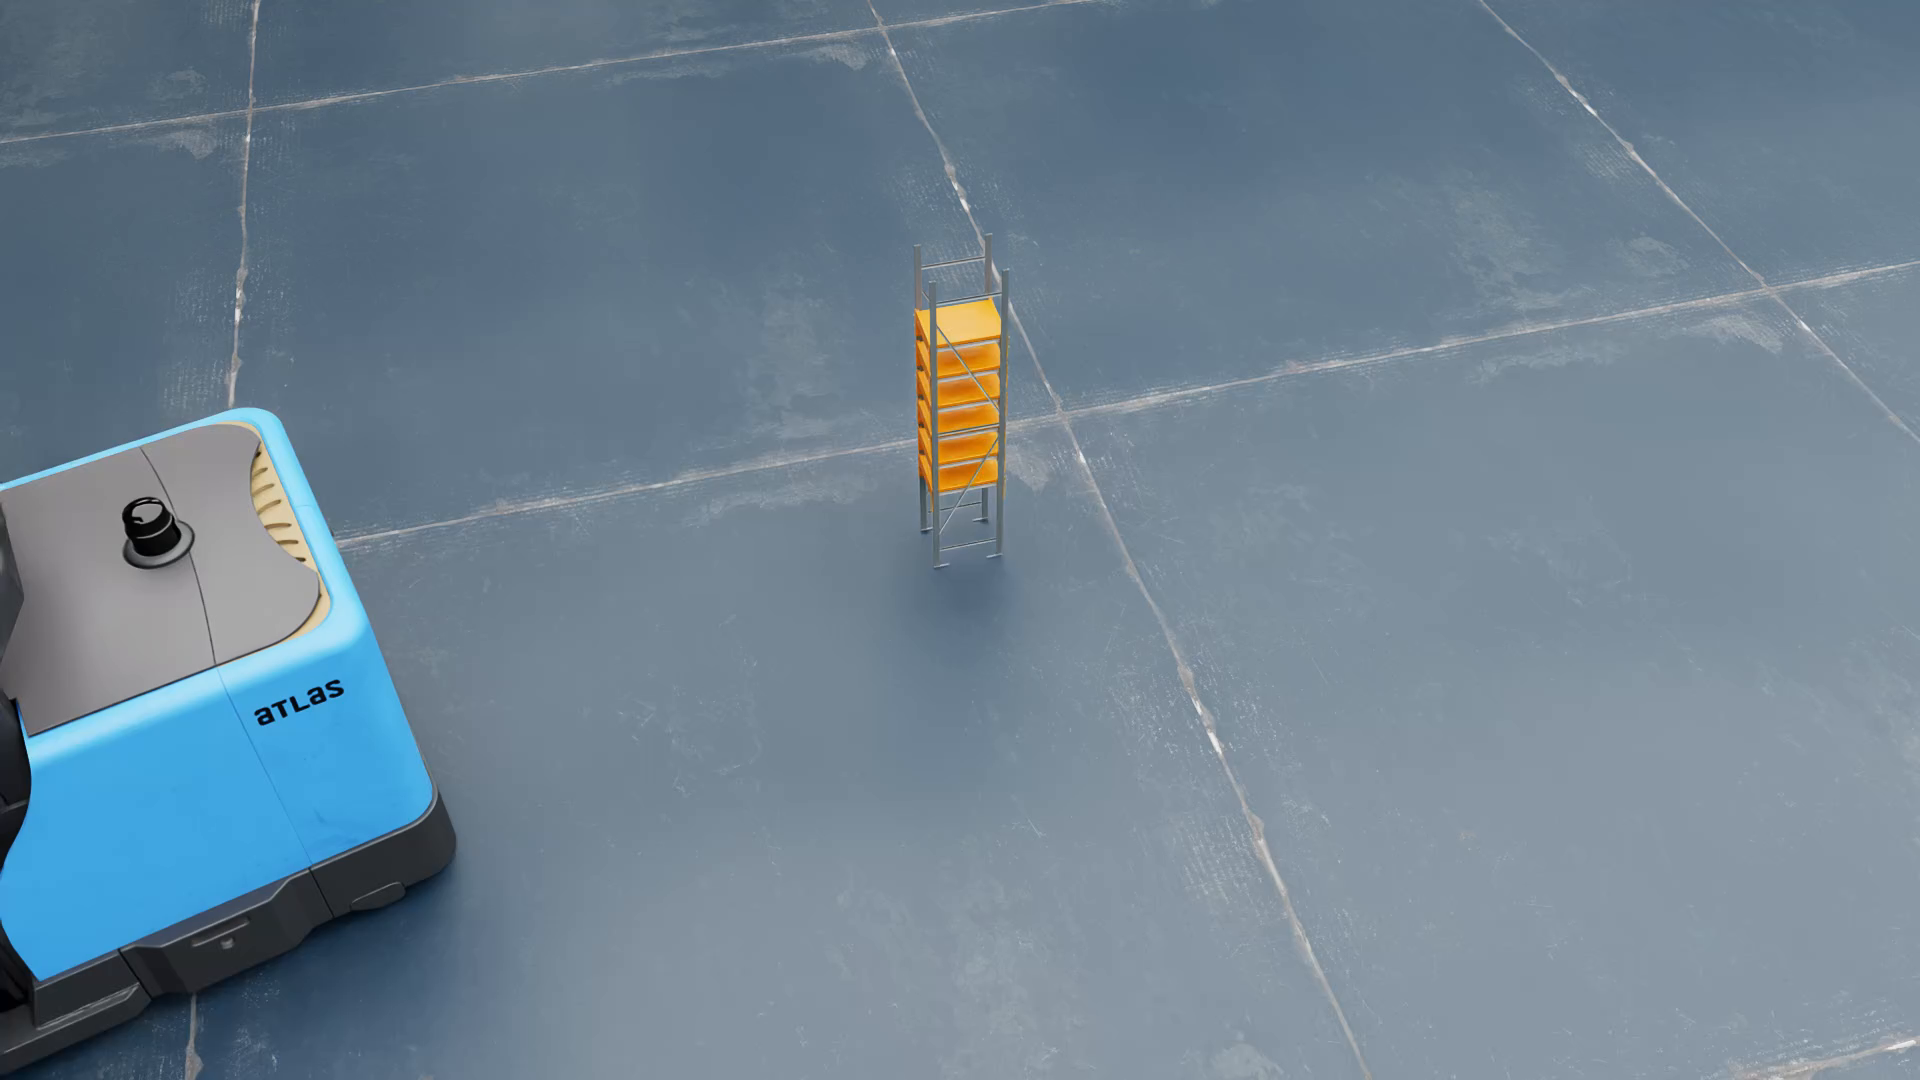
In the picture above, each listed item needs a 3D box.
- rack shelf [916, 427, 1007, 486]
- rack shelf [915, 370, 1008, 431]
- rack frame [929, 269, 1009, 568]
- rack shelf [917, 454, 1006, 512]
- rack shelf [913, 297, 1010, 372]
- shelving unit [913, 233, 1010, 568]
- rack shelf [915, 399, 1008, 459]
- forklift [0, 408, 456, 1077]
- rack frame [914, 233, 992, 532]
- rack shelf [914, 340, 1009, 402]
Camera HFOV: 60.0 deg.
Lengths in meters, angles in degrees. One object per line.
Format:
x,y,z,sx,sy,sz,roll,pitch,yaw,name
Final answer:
0.004,-0.295,5.429,0.258,0.103,0.180,-11,47,-10,rack shelf
0.004,-0.463,5.258,0.258,0.103,0.180,-11,47,-10,rack shelf
0.027,-0.347,5.250,0.240,1.200,0.006,-11,47,-10,rack frame
0.004,-0.211,5.515,0.258,0.103,0.180,-11,47,-10,rack shelf
0.004,-0.631,5.086,0.258,0.103,0.180,-11,47,-10,rack shelf
0.004,-0.410,5.312,0.258,1.200,0.189,-11,47,-10,shelving unit
0.004,-0.379,5.343,0.258,0.103,0.180,-11,47,-10,rack shelf
-2.983,0.159,3.542,3.031,2.935,1.130,-23,50,-21,forklift
-0.020,-0.473,5.374,0.240,1.200,0.006,-11,47,-10,rack frame
0.004,-0.547,5.172,0.258,0.103,0.180,-11,47,-10,rack shelf
